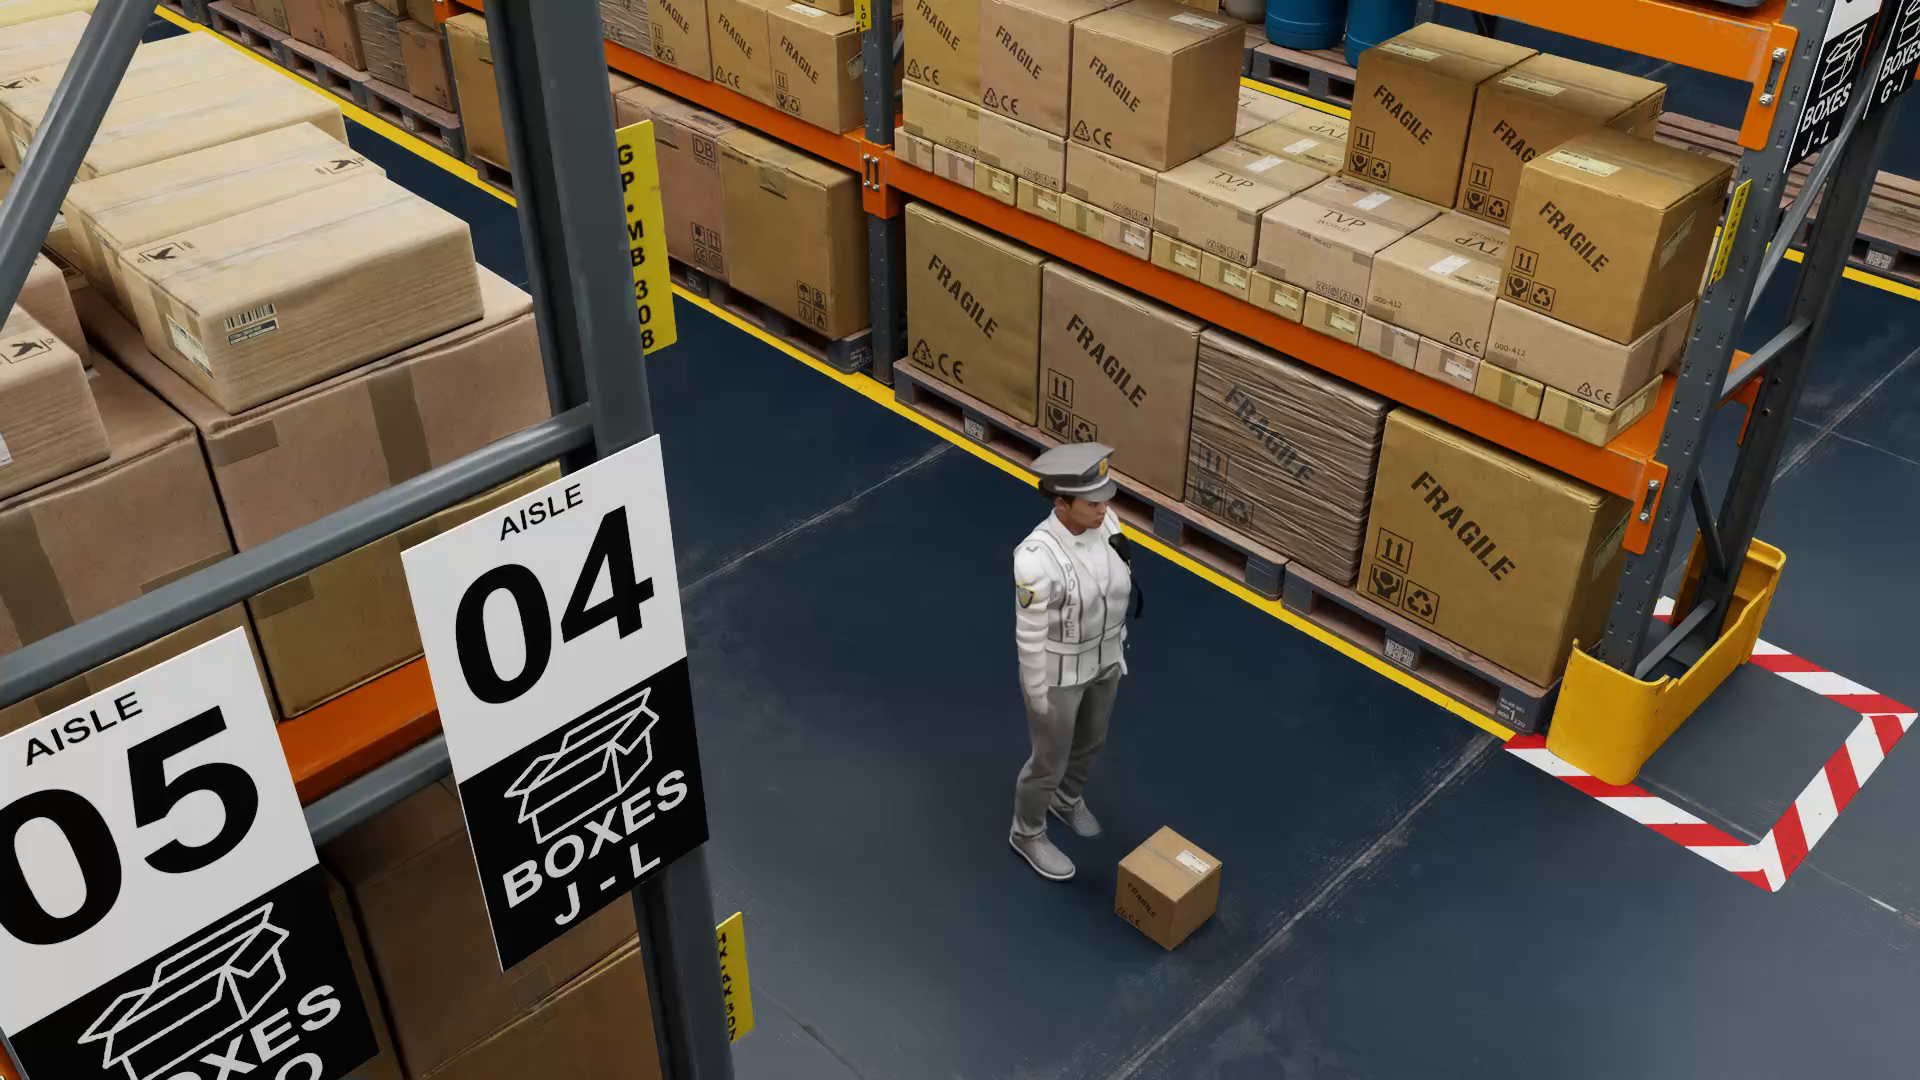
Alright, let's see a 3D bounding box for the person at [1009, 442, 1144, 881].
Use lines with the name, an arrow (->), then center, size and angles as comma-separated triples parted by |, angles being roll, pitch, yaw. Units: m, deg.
person -> 0.382, 0.430, 5.573 | 0.466, 1.724, 0.343 | -29, 45, -34
